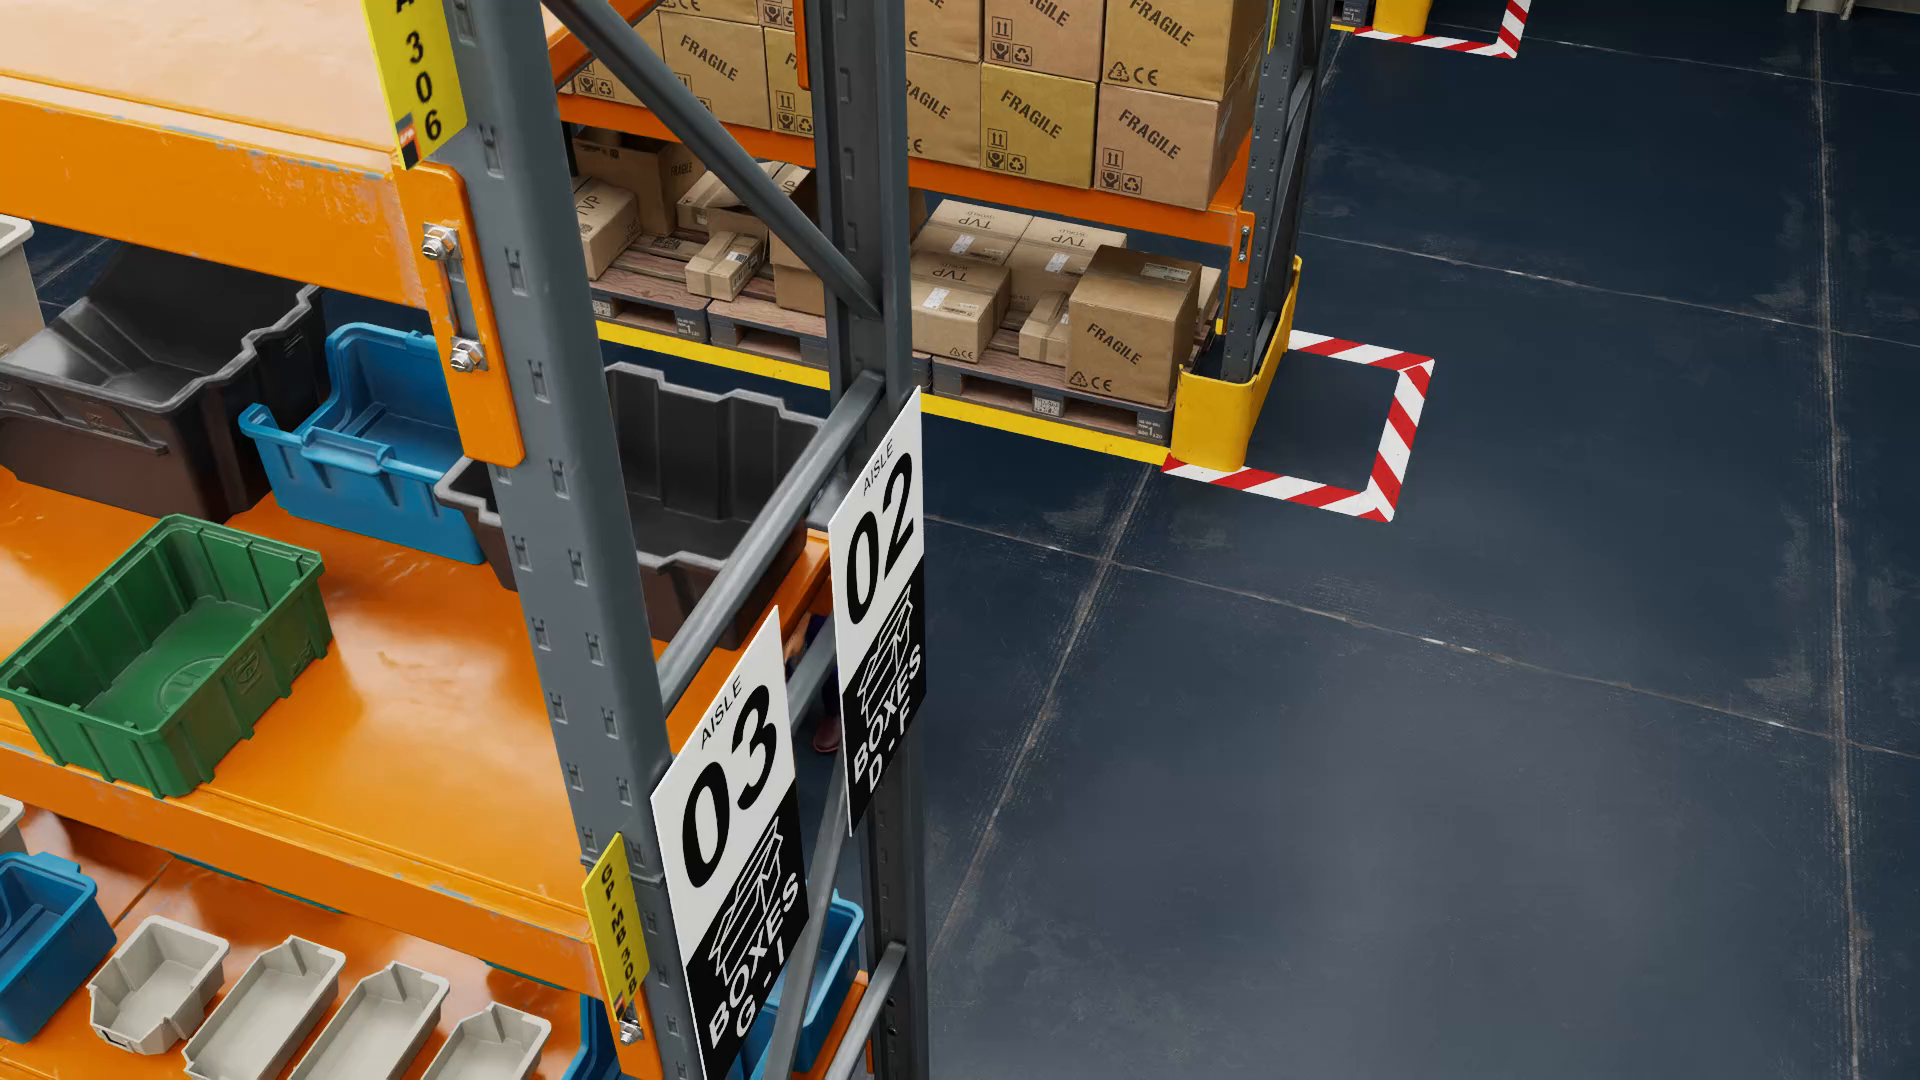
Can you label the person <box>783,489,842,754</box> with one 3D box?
[{"bbox_3d":[-0.646,0.169,6.039,0.439,1.580,0.581,13,43,14],"label":"person"}]
